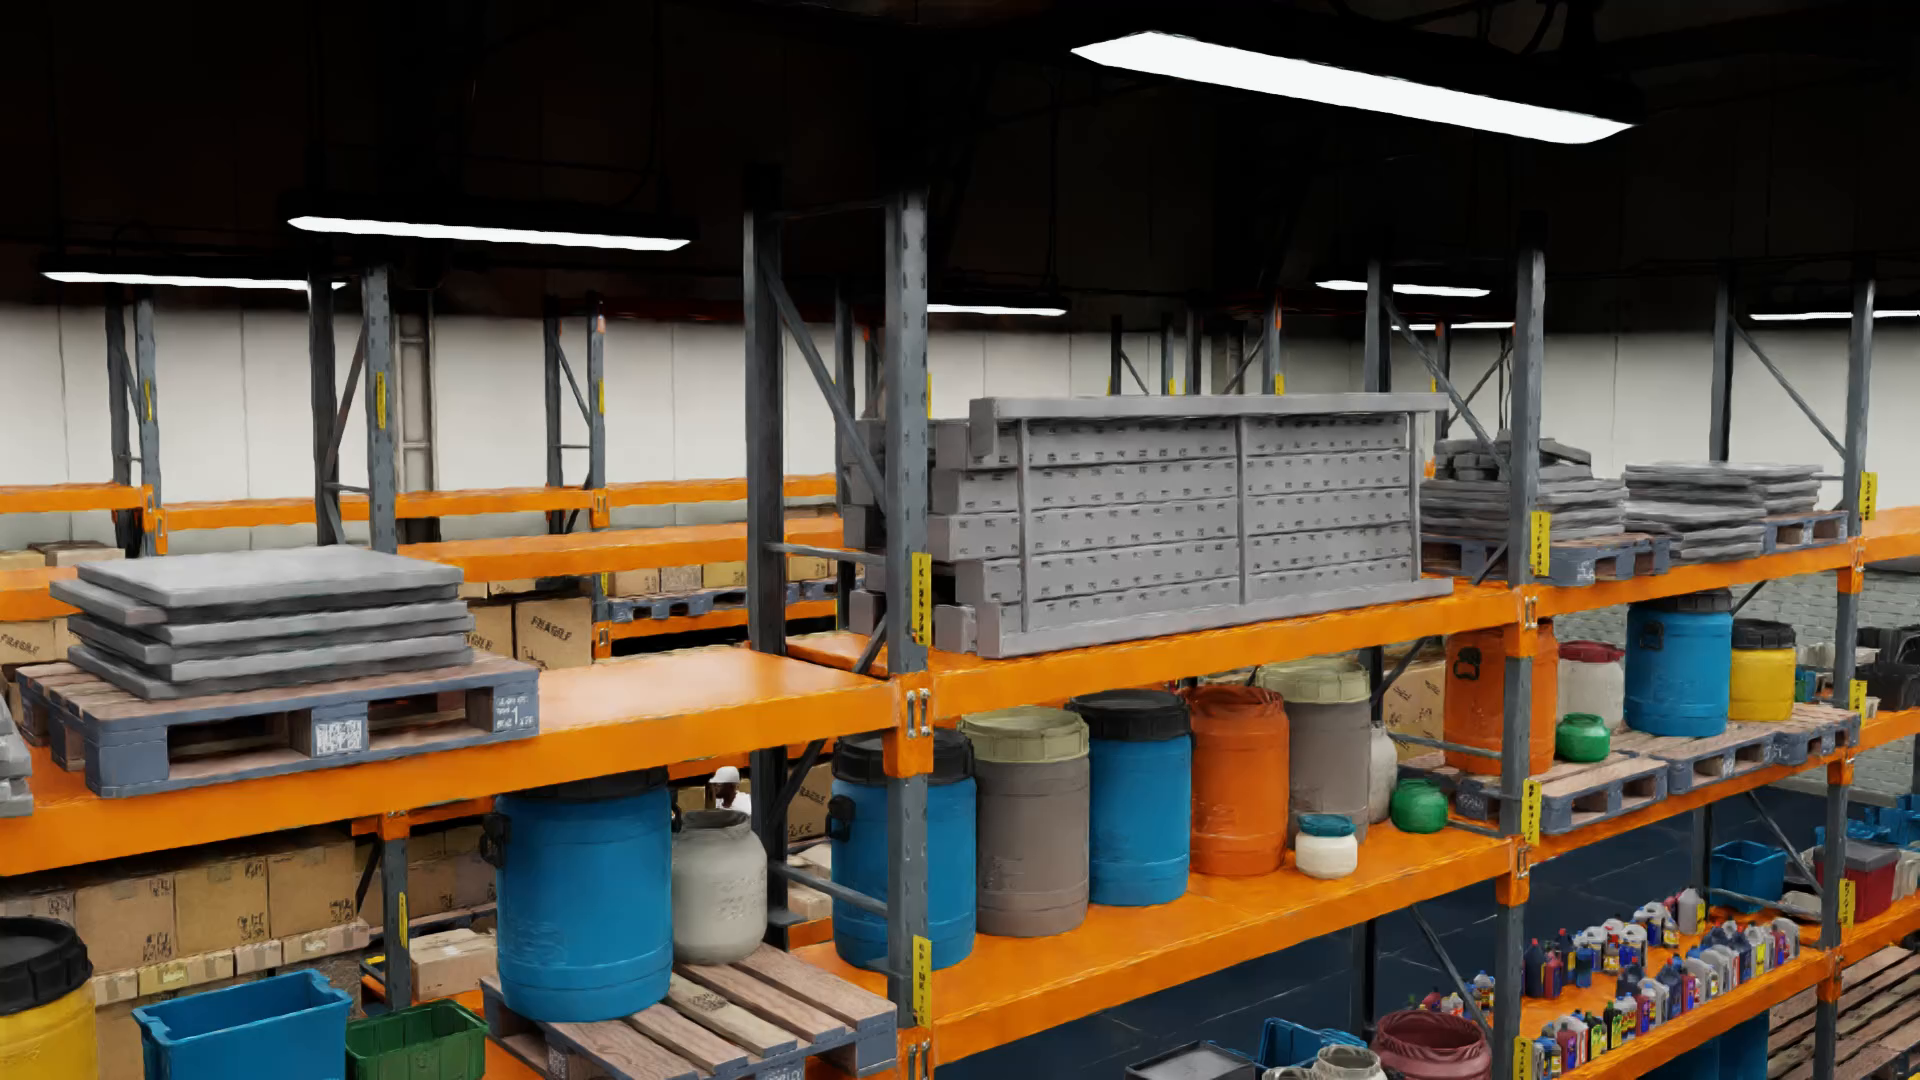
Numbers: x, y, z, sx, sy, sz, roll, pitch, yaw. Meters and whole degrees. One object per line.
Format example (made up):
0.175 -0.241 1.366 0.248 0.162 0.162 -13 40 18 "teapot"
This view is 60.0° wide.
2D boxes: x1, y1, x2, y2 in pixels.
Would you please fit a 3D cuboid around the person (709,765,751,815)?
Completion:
-2.012 2.871 15.076 0.578 1.714 0.719 -5 7 -41 "person"
